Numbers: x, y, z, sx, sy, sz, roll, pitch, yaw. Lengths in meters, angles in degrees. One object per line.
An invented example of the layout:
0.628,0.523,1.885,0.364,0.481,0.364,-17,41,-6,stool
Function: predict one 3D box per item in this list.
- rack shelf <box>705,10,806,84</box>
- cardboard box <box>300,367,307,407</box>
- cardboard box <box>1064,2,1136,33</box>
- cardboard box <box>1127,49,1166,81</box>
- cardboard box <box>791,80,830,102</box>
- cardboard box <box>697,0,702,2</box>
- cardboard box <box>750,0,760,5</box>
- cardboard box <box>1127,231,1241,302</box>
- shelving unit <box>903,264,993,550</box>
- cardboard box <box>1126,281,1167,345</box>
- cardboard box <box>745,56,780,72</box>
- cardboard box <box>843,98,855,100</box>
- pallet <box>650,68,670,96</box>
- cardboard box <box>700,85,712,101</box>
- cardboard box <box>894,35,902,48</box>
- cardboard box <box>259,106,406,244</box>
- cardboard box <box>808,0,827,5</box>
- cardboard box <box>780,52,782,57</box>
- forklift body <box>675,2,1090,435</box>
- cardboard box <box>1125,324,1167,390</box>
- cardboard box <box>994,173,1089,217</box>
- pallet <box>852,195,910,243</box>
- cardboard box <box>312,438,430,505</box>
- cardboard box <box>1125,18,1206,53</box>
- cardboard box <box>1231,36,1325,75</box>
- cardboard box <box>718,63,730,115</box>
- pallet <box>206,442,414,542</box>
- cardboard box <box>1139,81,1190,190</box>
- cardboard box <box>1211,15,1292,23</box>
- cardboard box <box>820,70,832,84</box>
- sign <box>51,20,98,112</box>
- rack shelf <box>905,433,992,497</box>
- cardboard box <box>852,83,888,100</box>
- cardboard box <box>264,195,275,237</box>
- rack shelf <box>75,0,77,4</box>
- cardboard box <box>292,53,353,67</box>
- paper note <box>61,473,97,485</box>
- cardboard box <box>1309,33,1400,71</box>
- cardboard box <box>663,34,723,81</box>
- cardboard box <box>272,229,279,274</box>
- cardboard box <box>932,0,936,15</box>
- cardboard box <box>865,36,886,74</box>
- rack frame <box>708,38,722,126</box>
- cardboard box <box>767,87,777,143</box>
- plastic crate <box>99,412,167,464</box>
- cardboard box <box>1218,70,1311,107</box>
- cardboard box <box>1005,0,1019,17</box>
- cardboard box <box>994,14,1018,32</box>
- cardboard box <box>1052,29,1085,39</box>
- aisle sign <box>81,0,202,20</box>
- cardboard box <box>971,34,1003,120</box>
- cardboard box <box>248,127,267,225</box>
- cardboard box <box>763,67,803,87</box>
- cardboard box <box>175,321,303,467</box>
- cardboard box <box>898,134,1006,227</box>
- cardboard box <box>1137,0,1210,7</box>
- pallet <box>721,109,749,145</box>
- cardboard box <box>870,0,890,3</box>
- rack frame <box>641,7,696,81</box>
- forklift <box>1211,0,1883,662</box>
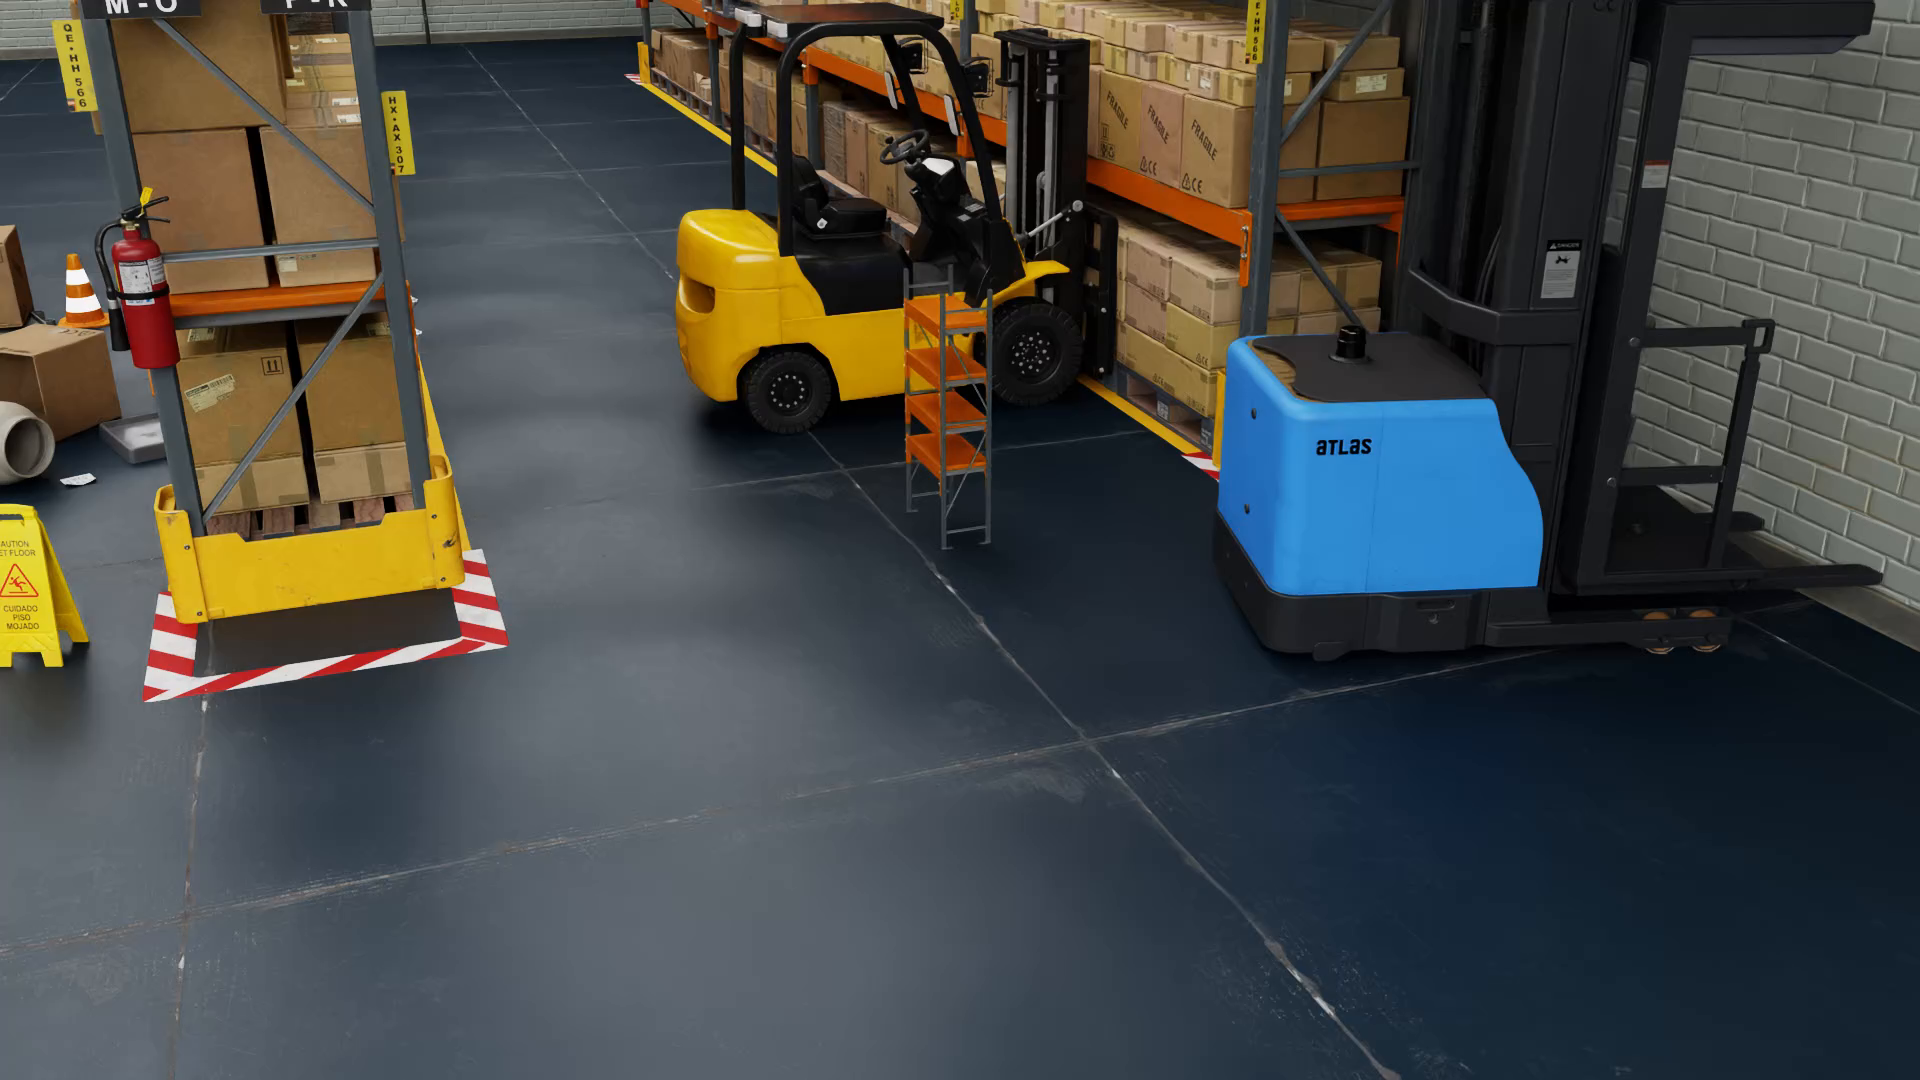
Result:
-1.633,-5.125,16.975,1.077,0.370,4.000,-8,24,-19,rack shelf
-3.811,-0.885,8.987,0.500,0.250,0.500,-9,24,-20,cardboard box
0.851,-3.145,10.003,0.380,0.149,0.250,-8,24,-19,cardboard box
1.147,-2.630,9.163,0.380,0.149,0.250,-9,25,-21,cardboard box
-1.463,-4.310,15.957,0.380,0.149,0.250,-10,25,-22,cardboard box
-2.801,-6.241,19.018,0.380,0.149,0.250,-8,24,-18,cardboard box
-1.676,-5.539,16.356,0.797,0.503,0.637,-9,24,-20,cardboard box
1.259,-1.520,9.206,0.500,0.250,0.500,-8,24,-18,cardboard box
-0.059,-0.613,7.660,0.258,1.200,0.503,-8,24,-19,shelving unit
1.268,-1.298,9.323,0.500,0.250,0.500,-9,24,-20,cardboard box
-2.081,-5.078,17.778,0.380,0.149,0.250,-9,24,-20,cardboard box
-0.813,-3.964,15.969,0.500,0.500,0.500,-7,24,-17,cardboard box
-3.443,-6.035,21.797,1.003,0.211,1.213,-8,24,-19,pallet
-2.811,-5.226,19.416,0.380,0.149,0.250,-9,25,-21,cardboard box
-0.290,-3.954,12.818,0.500,0.250,0.500,-8,24,-18,cardboard box
-2.650,-1.534,7.017,0.500,0.500,0.500,-9,24,-20,cardboard box
-1.022,-4.693,14.573,0.500,0.250,0.500,-8,24,-19,cardboard box
-1.748,-5.248,18.182,0.380,0.149,0.250,-8,24,-18,cardboard box
-0.477,-1.871,9.420,2.313,2.155,1.214,-8,24,-19,forklift body
1.271,-1.059,9.401,0.500,0.250,0.500,-8,24,-19,cardboard box
0.535,-2.258,10.958,0.500,0.250,0.500,-8,24,-19,cardboard box
-0.245,-2.698,13.880,1.003,0.211,1.213,-8,24,-19,pallet
-2.769,-0.399,7.833,0.500,0.250,0.500,-9,24,-19,cardboard box
1.128,-2.764,9.098,0.380,0.149,0.250,-8,24,-18,cardboard box
1.576,-2.407,8.251,0.380,0.149,0.250,-8,24,-19,cardboard box
-2.379,-5.019,18.473,0.500,0.500,0.500,-7,24,-17,cardboard box
-3.023,-0.184,7.914,1.003,0.211,1.213,-8,24,-19,pallet
1.306,-2.202,8.984,0.500,0.500,0.500,-8,24,-17,cardboard box
1.624,-2.835,9.267,0.380,0.149,0.250,-8,24,-17,cardboard box
-1.197,-4.682,16.840,0.380,0.149,0.250,-9,24,-20,cardboard box
-3.269,-1.751,6.146,0.100,0.325,0.005,-8,24,-19,sign
-0.058,-0.368,7.763,0.258,0.148,0.480,-8,24,-19,rack shelf
-0.819,-4.303,15.940,0.380,0.149,0.250,-7,24,-16,cardboard box
-3.417,-1.507,7.786,0.380,0.149,0.250,-8,24,-18,cardboard box
-3.449,-2.919,7.877,1.077,0.370,4.000,-8,24,-19,rack shelf
-3.390,-2.276,8.777,0.500,0.500,0.500,-8,24,-18,cardboard box
-4.479,-0.311,8.450,0.142,0.019,0.148,-18,29,-37,paper note
1.981,-2.457,8.370,0.380,0.149,0.250,-9,24,-20,cardboard box
-3.360,-6.128,21.104,0.700,0.500,0.500,-7,24,-17,cardboard box
-2.772,-1.267,7.217,0.380,0.149,0.250,-8,24,-18,cardboard box
0.013,-3.903,12.184,0.380,0.149,0.250,-8,24,-19,cardboard box
-0.455,-3.908,13.353,0.500,0.250,0.500,-8,24,-17,cardboard box
-2.339,-6.184,18.559,1.000,3.000,0.127,-8,24,-19,rack frame
-1.631,-4.269,16.695,0.500,0.500,0.500,-7,24,-17,cardboard box
-4.368,-0.566,8.990,0.402,0.080,0.583,-18,29,-37,plastic crate
1.515,-2.256,8.277,0.380,0.149,0.250,-8,24,-18,cardboard box
0.515,-3.522,10.898,0.380,0.149,0.250,-8,24,-18,cardboard box
0.446,-3.376,10.934,0.380,0.149,0.250,-8,24,-18,cardboard box
0.778,-3.001,10.044,0.380,0.149,0.250,-9,25,-21,cardboard box
-2.992,-2.277,5.943,0.394,0.787,0.004,-8,24,-19,aisle sign
0.399,-3.126,11.176,0.500,0.500,0.500,-9,24,-20,cardboard box
-3.365,-1.666,7.329,0.500,0.500,0.500,-8,24,-19,cardboard box
-1.780,-4.701,16.884,0.380,0.149,0.250,-10,25,-22,cardboard box
-3.270,-0.668,7.508,0.500,0.500,0.500,-8,24,-19,cardboard box
0.025,-2.847,13.160,0.875,0.625,0.625,-9,24,-20,cardboard box
1.304,-3.215,10.168,0.380,0.149,0.250,-9,24,-20,cardboard box
-2.017,-4.608,18.412,1.003,0.211,1.213,-8,24,-19,pallet
-0.487,-4.261,13.035,0.380,0.149,0.250,-9,24,-20,cardboard box
-3.753,-7.637,22.008,1.000,3.000,0.127,-8,24,-19,rack frame
2.664,-1.096,6.576,3.031,2.935,1.130,-2,23,-5,forklift
